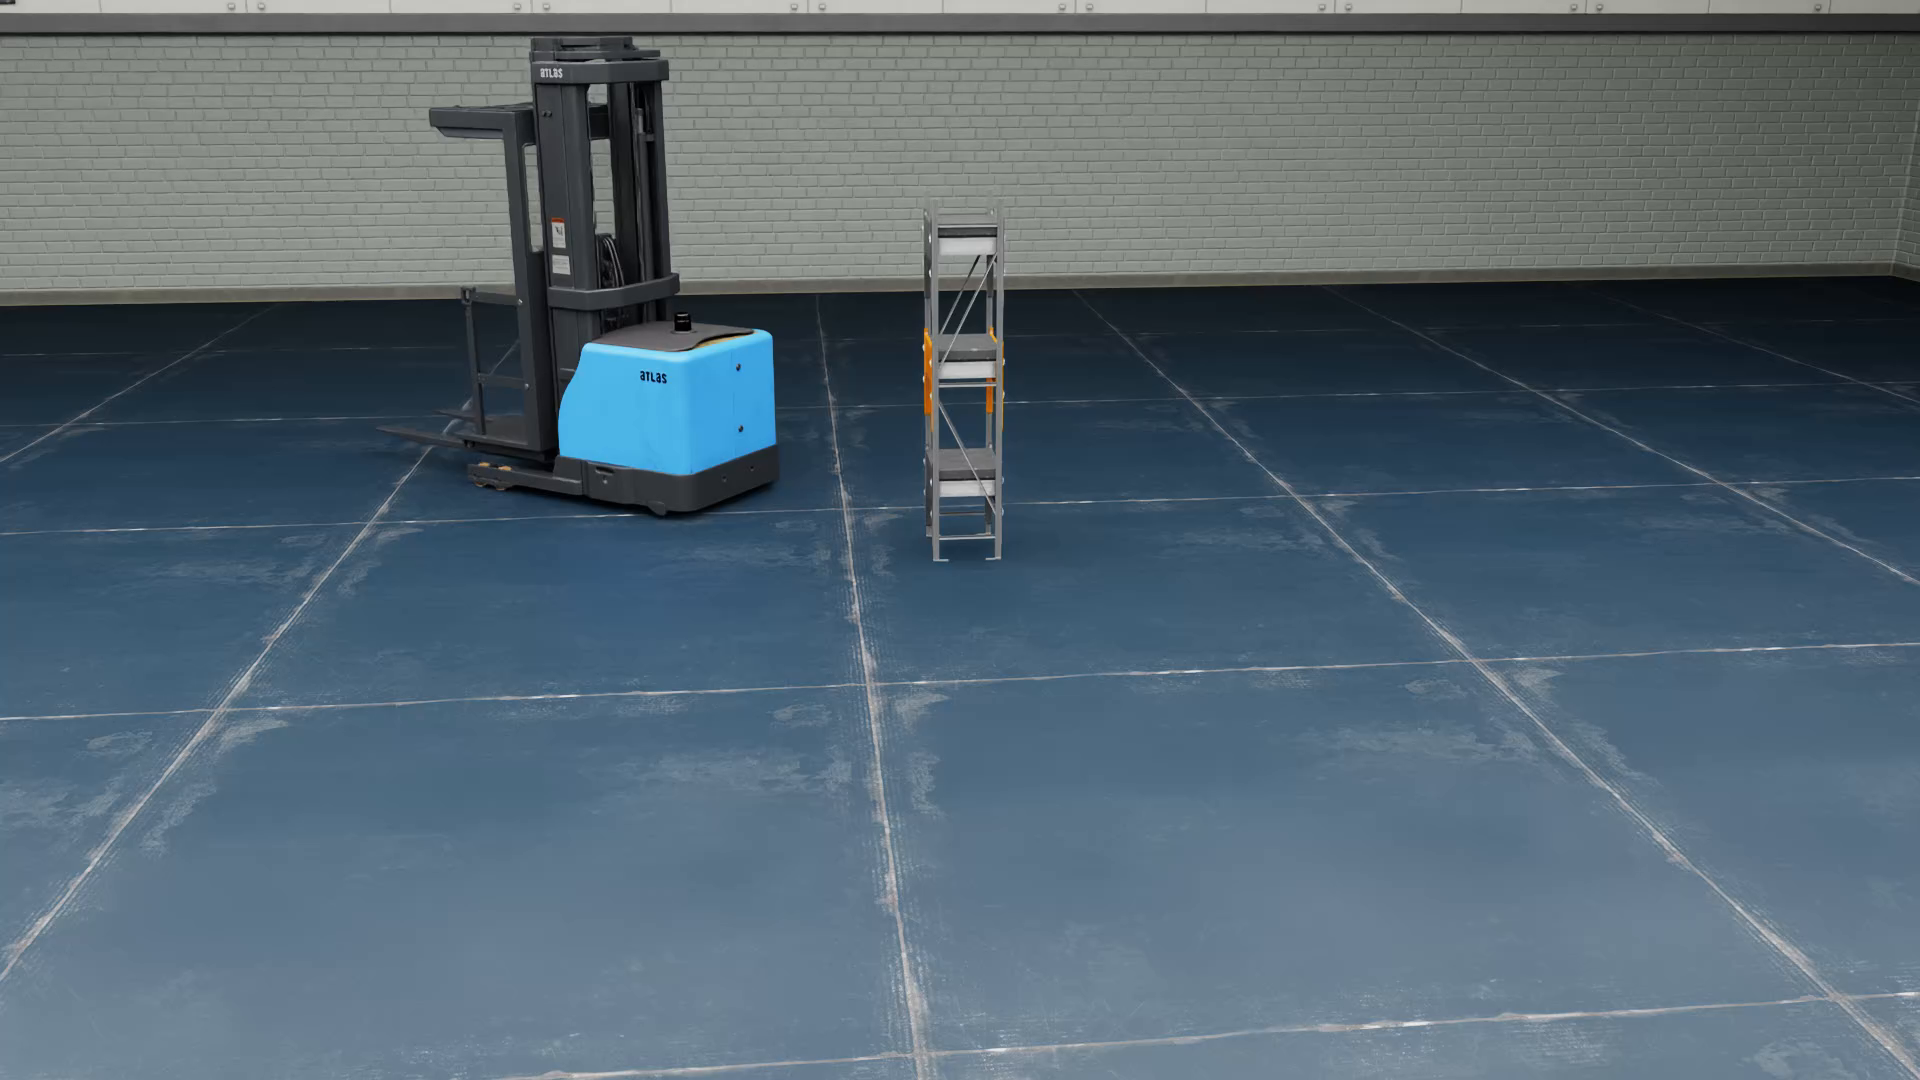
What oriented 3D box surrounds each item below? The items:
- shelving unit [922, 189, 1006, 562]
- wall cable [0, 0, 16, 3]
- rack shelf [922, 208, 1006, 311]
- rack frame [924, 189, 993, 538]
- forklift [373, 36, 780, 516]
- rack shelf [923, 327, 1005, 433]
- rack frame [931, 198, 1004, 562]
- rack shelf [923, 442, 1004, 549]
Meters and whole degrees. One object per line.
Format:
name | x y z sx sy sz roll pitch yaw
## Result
shelving unit | 0.017 -0.952 9.705 0.431 2.100 0.503 -2 18 -6
wall cable | -9.132 -8.546 16.697 2.305 6.003 0.169 -2 18 -6
rack shelf | 0.017 -1.607 9.500 0.431 0.518 0.480 -2 18 -6
rack frame | -0.008 -1.025 9.937 0.400 2.100 0.015 -2 18 -6
forklift | -2.761 -1.856 11.195 3.031 2.935 1.130 10 20 28
rack shelf | 0.017 -0.939 9.710 0.431 0.518 0.480 -2 18 -6
rack frame | 0.042 -0.880 9.474 0.400 2.100 0.015 -2 18 -6
rack shelf | 0.017 -0.272 9.919 0.431 0.518 0.480 -2 18 -6
